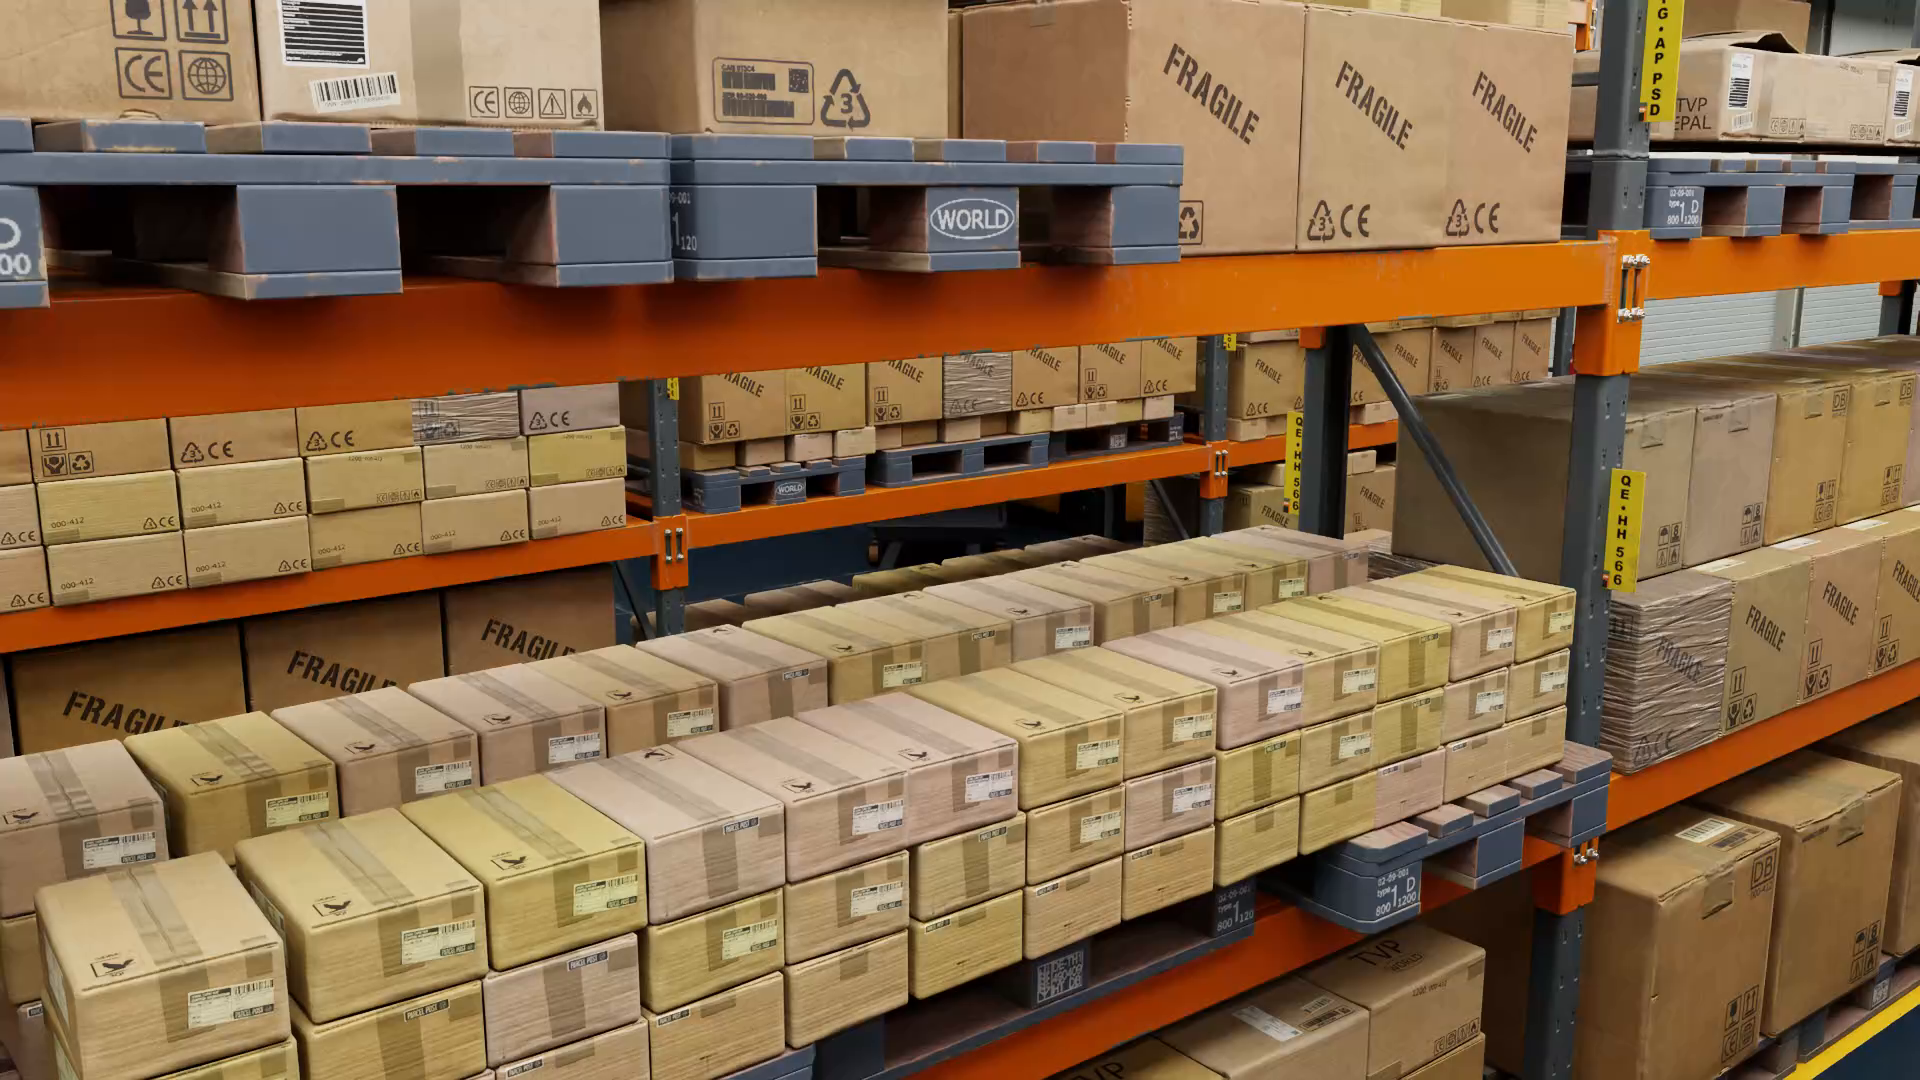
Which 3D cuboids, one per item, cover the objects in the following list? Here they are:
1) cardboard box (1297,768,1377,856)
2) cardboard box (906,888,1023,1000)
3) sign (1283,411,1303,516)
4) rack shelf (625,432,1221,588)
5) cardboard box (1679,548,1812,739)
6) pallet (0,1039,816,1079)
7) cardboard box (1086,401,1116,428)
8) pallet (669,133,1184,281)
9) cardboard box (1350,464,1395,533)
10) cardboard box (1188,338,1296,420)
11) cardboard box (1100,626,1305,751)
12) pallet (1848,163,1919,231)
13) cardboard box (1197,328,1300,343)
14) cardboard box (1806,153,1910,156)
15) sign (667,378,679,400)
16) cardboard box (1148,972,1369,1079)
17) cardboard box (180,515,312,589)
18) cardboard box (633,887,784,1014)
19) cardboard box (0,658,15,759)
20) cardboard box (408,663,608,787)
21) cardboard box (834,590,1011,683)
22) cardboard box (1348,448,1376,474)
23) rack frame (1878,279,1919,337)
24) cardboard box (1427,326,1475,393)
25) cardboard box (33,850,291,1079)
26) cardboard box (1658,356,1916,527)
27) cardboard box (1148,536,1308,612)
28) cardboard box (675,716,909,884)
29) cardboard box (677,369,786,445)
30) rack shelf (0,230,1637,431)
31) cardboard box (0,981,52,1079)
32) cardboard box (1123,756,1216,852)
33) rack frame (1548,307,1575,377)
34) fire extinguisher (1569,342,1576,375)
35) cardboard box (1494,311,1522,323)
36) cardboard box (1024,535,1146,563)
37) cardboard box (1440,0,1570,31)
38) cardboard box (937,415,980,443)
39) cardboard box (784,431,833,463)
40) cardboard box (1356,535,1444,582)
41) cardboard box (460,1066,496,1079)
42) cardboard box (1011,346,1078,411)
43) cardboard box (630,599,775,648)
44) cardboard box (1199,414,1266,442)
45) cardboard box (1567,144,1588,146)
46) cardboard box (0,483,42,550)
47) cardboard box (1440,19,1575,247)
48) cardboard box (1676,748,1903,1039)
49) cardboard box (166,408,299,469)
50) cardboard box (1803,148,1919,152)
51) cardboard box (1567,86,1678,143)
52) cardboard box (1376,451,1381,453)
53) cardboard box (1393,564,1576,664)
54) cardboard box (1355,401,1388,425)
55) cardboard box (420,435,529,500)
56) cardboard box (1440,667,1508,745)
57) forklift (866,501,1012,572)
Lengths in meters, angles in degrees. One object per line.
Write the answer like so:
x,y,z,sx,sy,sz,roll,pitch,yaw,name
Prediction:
0.725,0.570,3.816,0.250,0.149,0.380,-10,15,-38,cardboard box
-0.097,0.707,3.173,0.250,0.149,0.380,-10,15,-39,cardboard box
1.066,-0.239,5.245,0.005,0.325,0.100,-9,15,-38,sign
-0.194,-0.280,9.960,4.000,0.370,1.077,-9,15,-38,rack shelf
2.330,0.287,5.314,0.500,0.500,0.500,-10,15,-38,cardboard box
-1.020,0.954,2.875,1.213,0.211,1.003,-9,15,-38,pallet
0.743,-0.792,10.232,0.250,0.149,0.380,-10,15,-39,cardboard box
-0.351,-0.637,3.139,1.003,0.211,1.213,-9,15,-38,pallet
2.814,-0.290,12.077,0.500,0.500,0.500,-8,15,-35,cardboard box
1.886,-1.098,11.122,0.500,0.500,0.500,-9,15,-38,cardboard box
0.519,0.313,3.594,0.250,0.149,0.380,-9,15,-38,cardboard box
2.757,-1.196,5.771,1.213,0.211,1.003,-9,15,-35,pallet
1.847,-1.597,11.065,0.500,0.500,0.700,-10,15,-38,cardboard box
3.574,-1.606,6.604,0.380,0.149,0.250,-9,15,-38,cardboard box
-1.406,-0.850,8.121,0.005,0.325,0.100,-9,15,-38,sign
0.658,1.266,4.147,0.500,0.250,0.500,-9,15,-37,cardboard box
-3.161,0.011,7.218,0.500,0.250,0.500,-10,15,-39,cardboard box
-0.508,0.630,2.817,0.250,0.149,0.380,-10,16,-40,cardboard box
-4.445,0.887,6.836,0.875,0.875,0.875,-9,15,-36,cardboard box
-0.899,0.376,3.296,0.250,0.149,0.380,-9,15,-38,cardboard box
-0.092,0.243,3.925,0.250,0.149,0.380,-9,15,-36,cardboard box
2.741,-0.578,11.871,0.250,0.149,0.380,-8,15,-34,cardboard box
4.539,-0.102,7.388,0.127,3.000,1.000,-9,15,-38,rack frame
3.453,-1.362,12.362,0.500,0.500,0.500,-10,15,-38,cardboard box
-1.113,0.586,2.309,0.250,0.149,0.380,-8,15,-35,cardboard box
2.965,-0.377,6.034,0.500,0.500,0.700,-10,15,-38,cardboard box
0.726,0.107,4.564,0.250,0.149,0.380,-10,16,-39,cardboard box
-0.301,0.451,2.947,0.250,0.149,0.380,-10,15,-38,cardboard box
-1.260,-0.793,8.676,0.500,0.500,0.500,-10,16,-39,cardboard box
-0.146,-0.439,3.485,4.000,0.370,1.077,-9,15,-38,rack shelf
-1.521,0.770,2.876,0.250,0.149,0.380,-10,15,-39,cardboard box
0.308,0.495,3.456,0.250,0.149,0.380,-9,15,-36,cardboard box
4.491,-1.411,13.551,0.127,3.000,1.000,-9,15,-38,rack frame
4.869,-1.313,13.277,0.183,0.674,0.296,-9,15,-38,fire extinguisher
3.829,-1.928,12.624,0.500,0.500,0.700,-9,15,-37,cardboard box
0.960,0.257,11.014,0.625,0.372,0.950,-9,15,-37,cardboard box
1.262,-1.379,4.096,0.258,0.266,0.396,-9,15,-38,cardboard box
-0.093,-0.669,9.652,0.250,0.149,0.380,-9,15,-36,cardboard box
-0.901,-0.527,8.981,0.250,0.149,0.380,-11,16,-41,cardboard box
1.600,0.266,5.414,0.500,0.500,0.500,-9,15,-38,cardboard box
-0.900,0.840,2.545,0.250,0.149,0.380,-9,15,-37,cardboard box
0.357,-1.064,9.950,0.500,0.500,0.500,-9,15,-36,cardboard box
-1.308,0.636,9.230,0.625,0.372,0.950,-11,16,-41,cardboard box
1.814,-0.758,11.081,0.250,0.149,0.380,-10,15,-38,cardboard box
1.746,-1.304,5.136,0.250,0.166,0.380,-9,15,-38,cardboard box
-3.970,-0.109,6.576,0.500,0.250,0.500,-9,15,-37,cardboard box
1.128,-0.984,4.079,0.500,0.500,0.500,-9,15,-38,cardboard box
2.628,1.134,5.974,0.750,0.750,1.050,-9,15,-37,cardboard box
-3.183,-0.606,7.111,0.500,0.500,0.500,-10,15,-39,cardboard box
3.308,-1.517,5.792,0.500,0.311,0.500,-10,16,-40,cardboard box
1.776,-1.199,4.686,0.250,0.149,0.380,-10,16,-40,cardboard box
2.868,-0.443,12.796,0.500,0.500,0.500,-9,15,-37,cardboard box
1.319,0.181,4.215,0.250,0.149,0.380,-10,16,-40,cardboard box
2.819,-0.922,11.855,0.250,0.149,0.380,-9,15,-37,cardboard box
-2.373,-0.373,7.820,0.500,0.250,0.500,-10,16,-39,cardboard box
1.107,0.362,4.081,0.250,0.149,0.380,-9,15,-36,cardboard box
-0.165,-1.287,13.136,1.130,2.935,3.031,1,12,3,forklift
